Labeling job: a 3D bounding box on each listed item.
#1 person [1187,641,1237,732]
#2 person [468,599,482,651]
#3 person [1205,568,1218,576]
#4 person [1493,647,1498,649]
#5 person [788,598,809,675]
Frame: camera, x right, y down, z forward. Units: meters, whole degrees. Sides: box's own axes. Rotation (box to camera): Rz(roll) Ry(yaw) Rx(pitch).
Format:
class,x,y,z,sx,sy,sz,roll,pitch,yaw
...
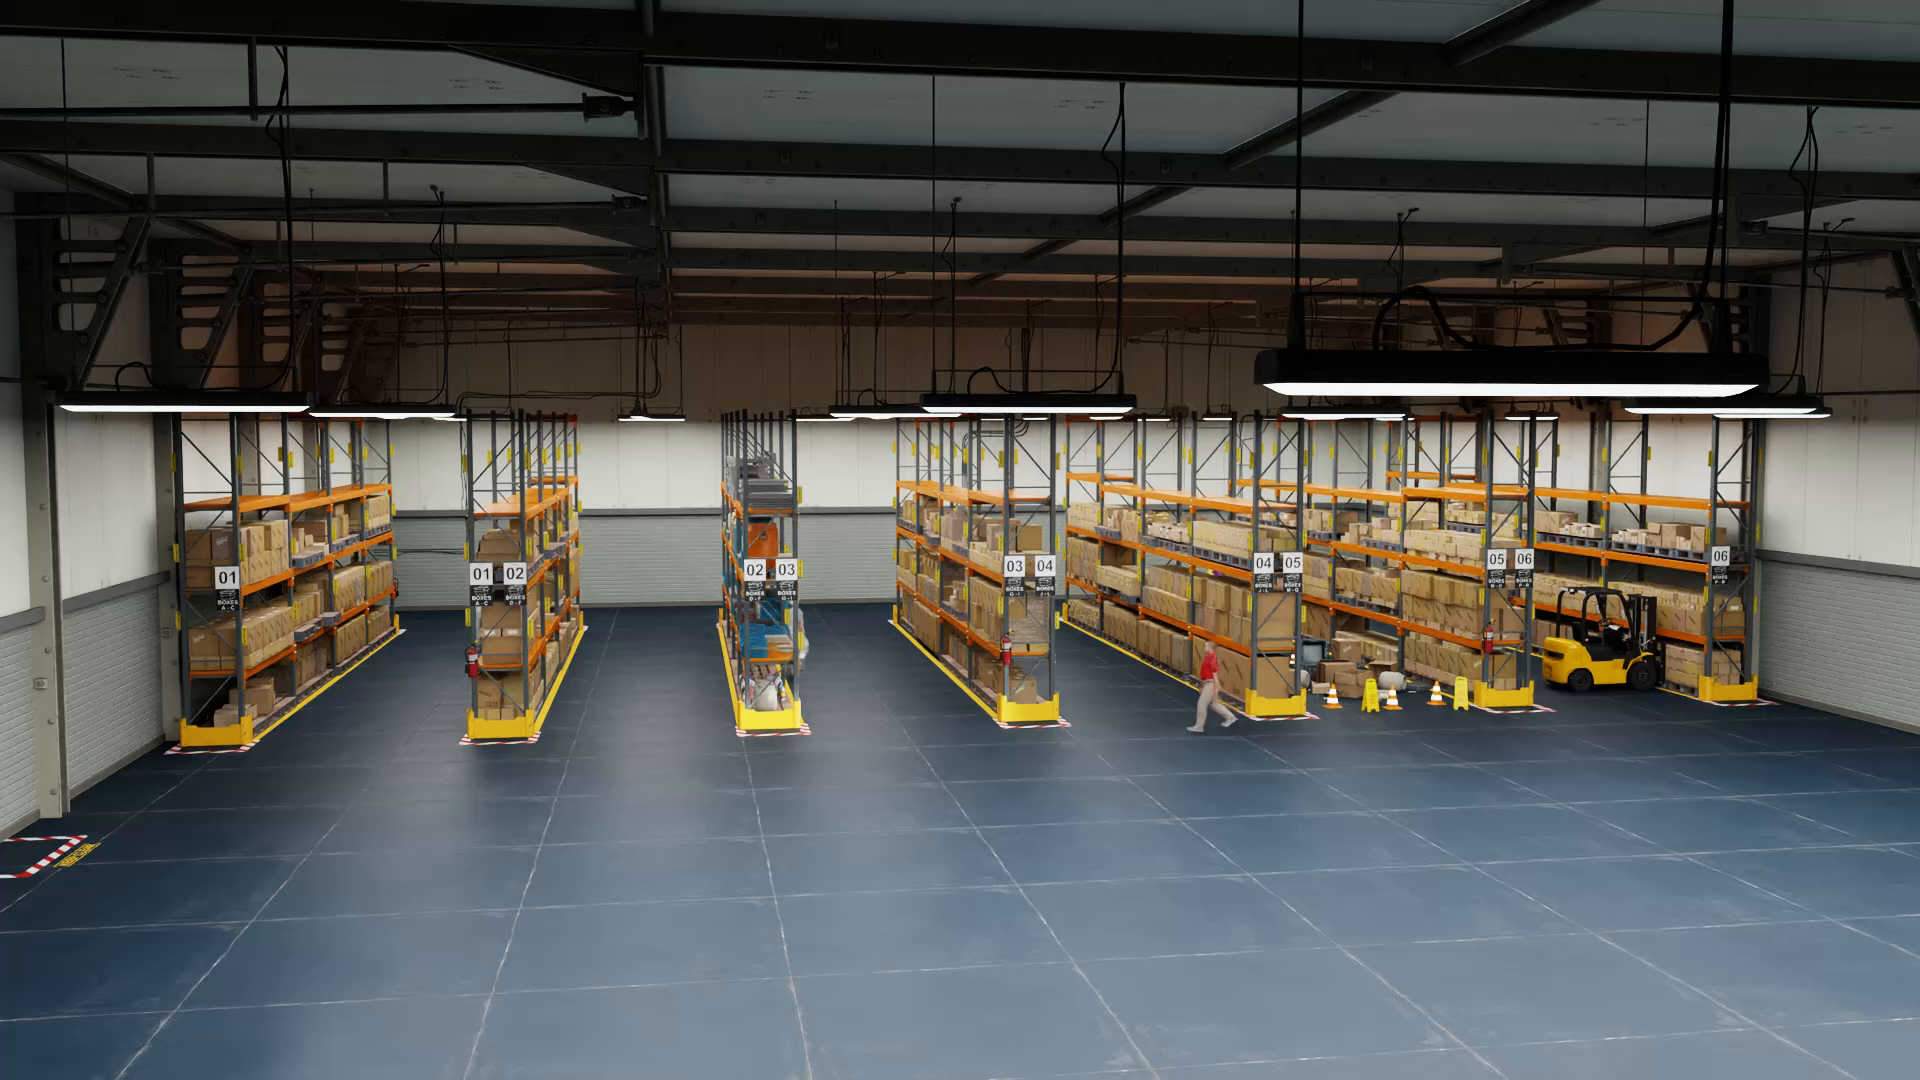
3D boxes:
class,x,y,z,sx,sy,sz,roll,pitch,yaw
person,4.695,2.716,30.900,1.019,1.682,0.540,-1,4,-8
person,-12.124,1.911,42.105,0.636,1.707,1.067,-1,4,-12
person,7.656,1.316,50.461,0.693,1.755,0.577,-1,4,-10
person,12.106,2.222,37.863,0.564,1.834,0.608,-1,4,-14
person,-3.756,2.172,37.985,0.560,1.777,0.448,2,4,23
